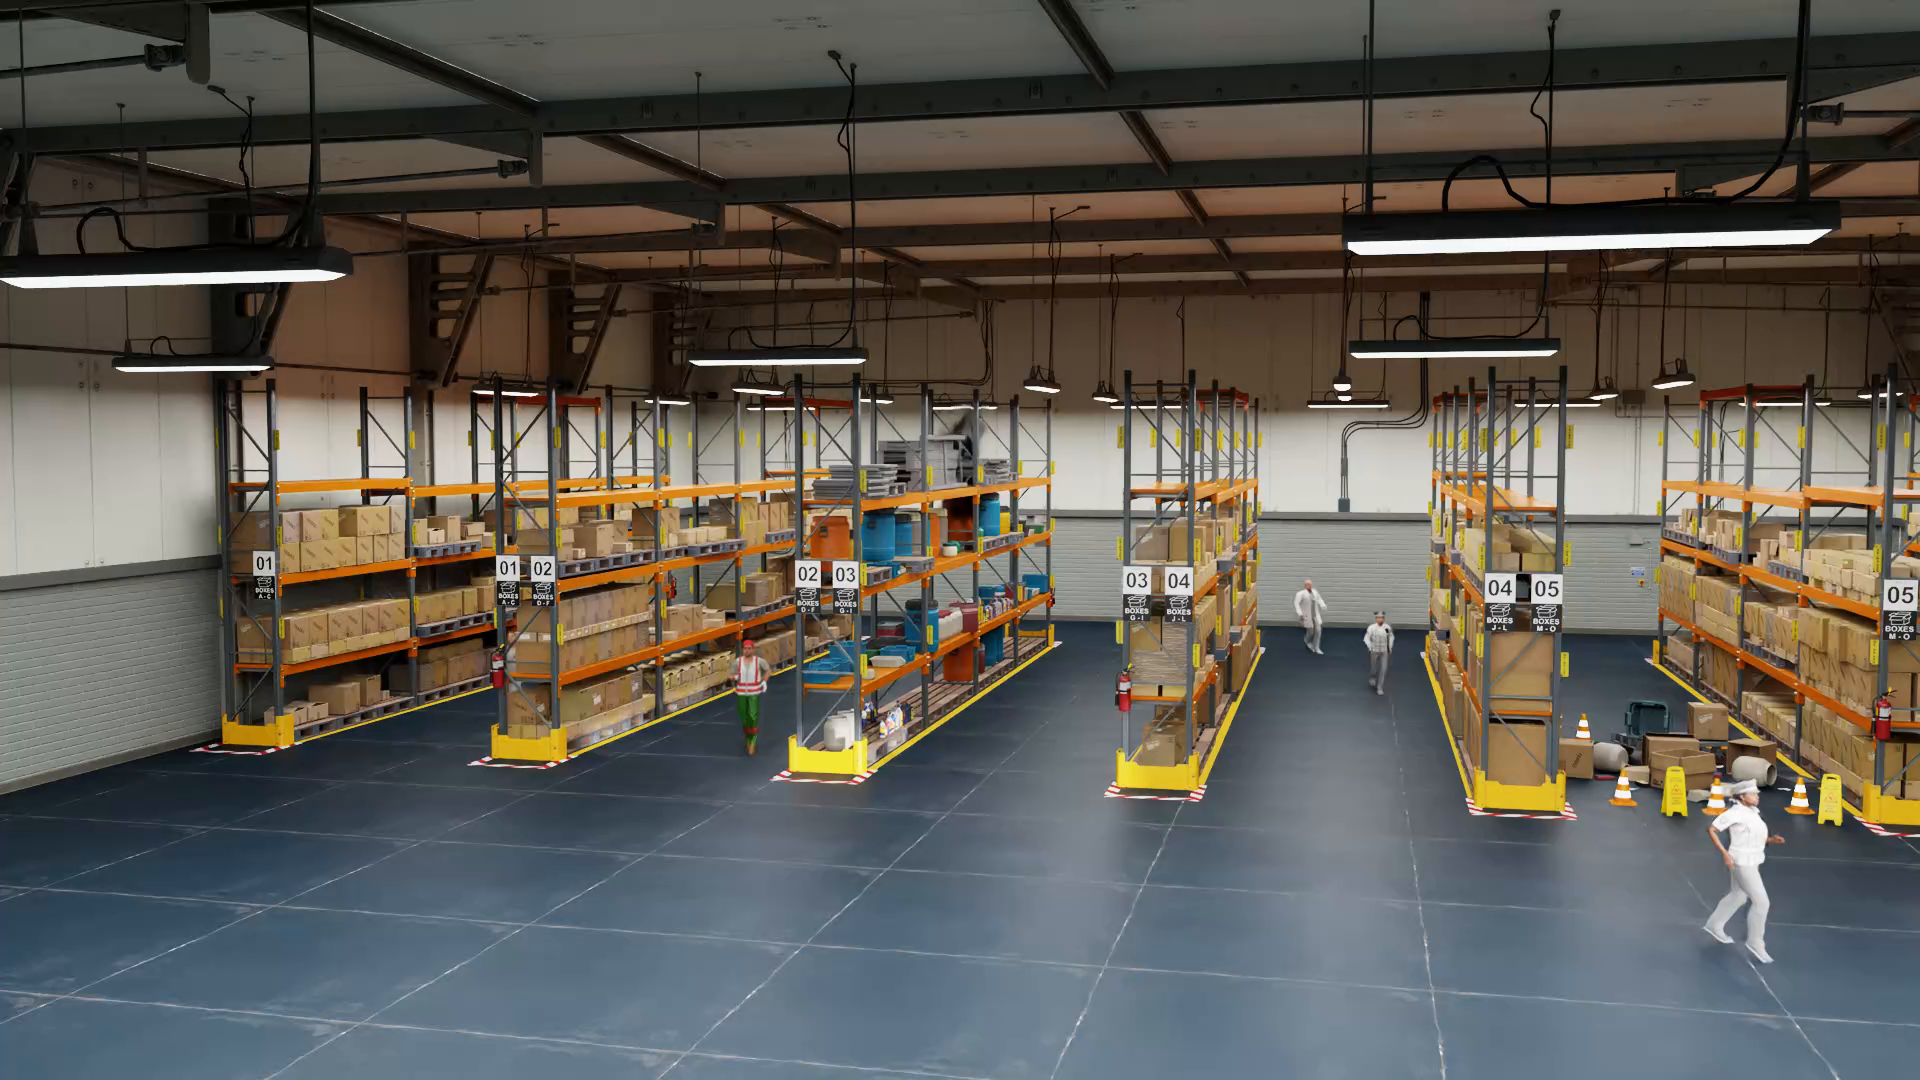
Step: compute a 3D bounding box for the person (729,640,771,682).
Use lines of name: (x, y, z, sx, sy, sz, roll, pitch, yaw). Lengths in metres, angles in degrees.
person: (-3.378, 1.959, 26.619, 0.631, 0.735, 0.507, 0, 3, 5)

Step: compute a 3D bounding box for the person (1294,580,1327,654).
person: (8.212, 1.812, 39.227, 0.810, 1.770, 0.783, -1, 4, -14)

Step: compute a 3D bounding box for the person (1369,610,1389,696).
person: (8.278, 2.204, 32.912, 0.363, 1.663, 0.765, 0, 3, 5)

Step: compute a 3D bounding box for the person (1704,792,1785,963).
person: (7.624, 3.205, 16.178, 0.546, 1.719, 0.755, -3, 5, -44)

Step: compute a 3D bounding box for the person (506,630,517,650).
person: (-7.846, 1.976, 29.061, 0.542, 0.799, 0.591, 1, 3, 9)
